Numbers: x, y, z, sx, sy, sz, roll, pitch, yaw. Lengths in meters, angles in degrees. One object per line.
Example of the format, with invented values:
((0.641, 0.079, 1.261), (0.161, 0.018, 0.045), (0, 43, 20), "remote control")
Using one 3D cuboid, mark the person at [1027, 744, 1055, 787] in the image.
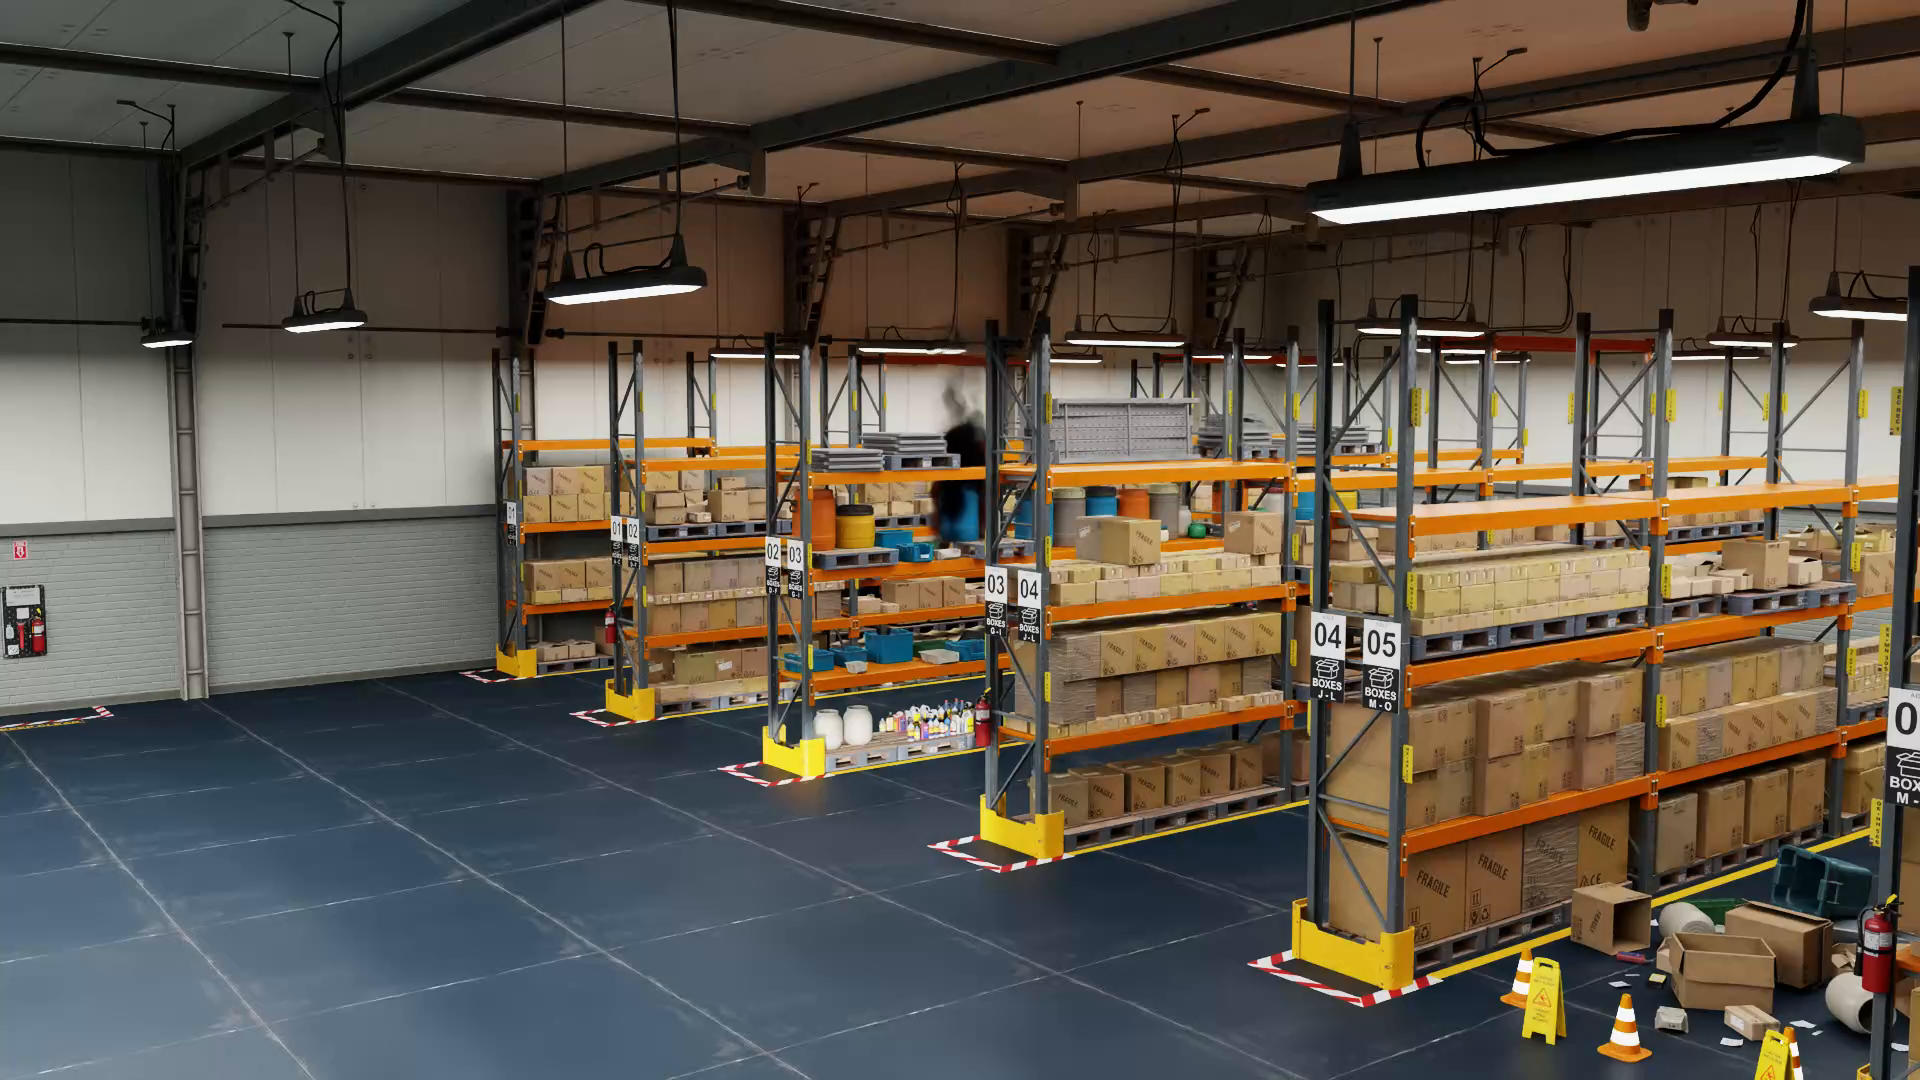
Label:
((1.128, 2.376, 22.203), (0.696, 1.726, 0.853), (4, 6, 38), "person")
